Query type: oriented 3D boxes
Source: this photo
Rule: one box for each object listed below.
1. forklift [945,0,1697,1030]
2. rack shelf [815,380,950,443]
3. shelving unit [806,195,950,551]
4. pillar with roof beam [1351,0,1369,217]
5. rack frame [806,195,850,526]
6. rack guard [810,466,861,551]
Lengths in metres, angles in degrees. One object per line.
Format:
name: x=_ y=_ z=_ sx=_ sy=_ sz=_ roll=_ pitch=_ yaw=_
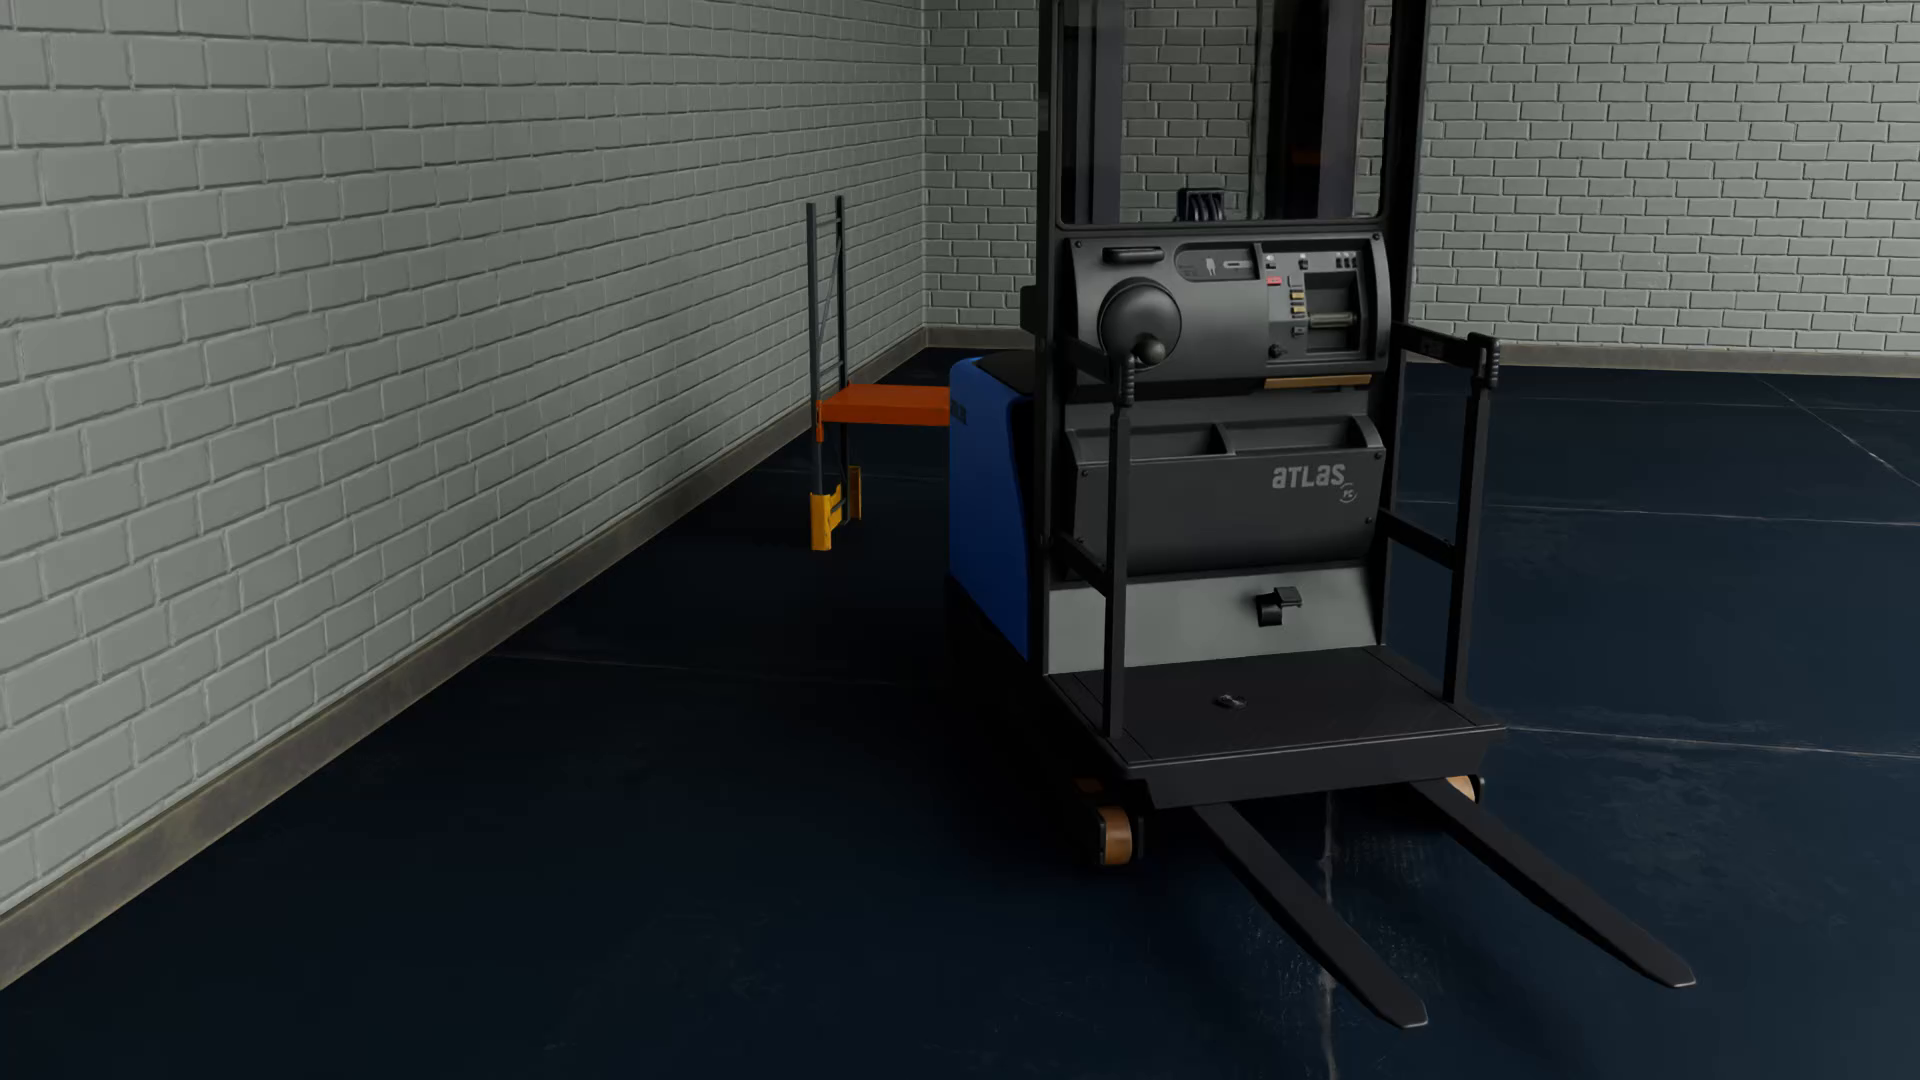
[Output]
forklift: x=0.808 y=-0.663 z=4.394 sx=1.130 sy=2.935 sz=3.031 roll=-4 pitch=16 yaw=-14
rack shelf: x=-0.084 y=-0.554 z=7.356 sx=1.000 sy=0.185 sz=0.538 roll=3 pitch=16 yaw=11
shelving unit: x=-0.075 y=-0.727 z=7.306 sx=1.083 sy=1.500 sz=0.587 roll=3 pitch=16 yaw=11
pillar with roof beam: x=1.768 y=-4.519 z=6.949 sx=0.400 sy=9.000 sz=9.100 roll=3 pitch=16 yaw=11
rack frame: x=-0.582 y=-0.754 z=7.406 sx=0.032 sy=1.500 sz=0.500 roll=3 pitch=16 yaw=11
rack guard: x=-0.563 y=-0.151 z=7.569 sx=0.087 sy=0.250 sz=0.587 roll=3 pitch=16 yaw=11
